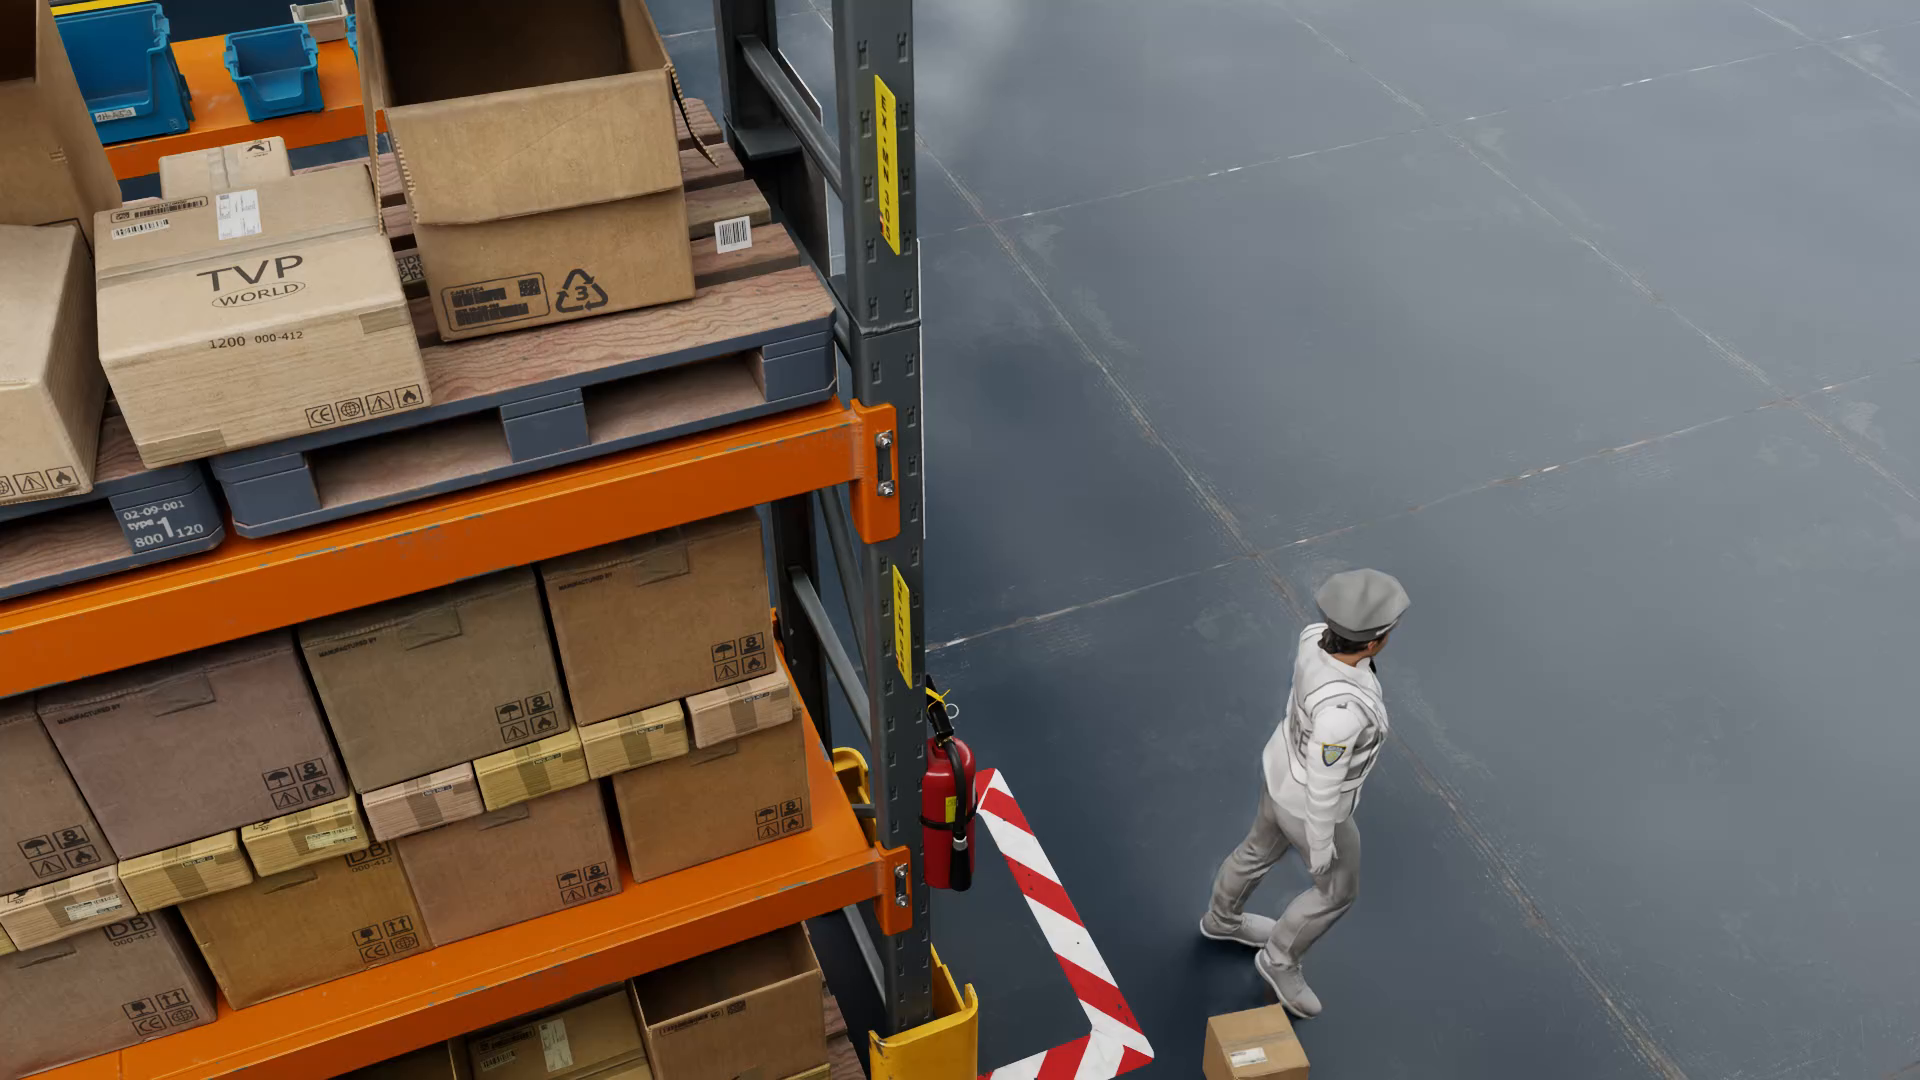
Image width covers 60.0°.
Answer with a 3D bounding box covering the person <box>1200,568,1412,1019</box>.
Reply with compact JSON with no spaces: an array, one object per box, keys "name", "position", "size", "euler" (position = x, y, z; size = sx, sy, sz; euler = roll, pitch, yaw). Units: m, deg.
[{"name":"person","position":[1.068,0.807,5.271],"size":[0.458,1.696,0.589],"euler":[0,42,0]}]
